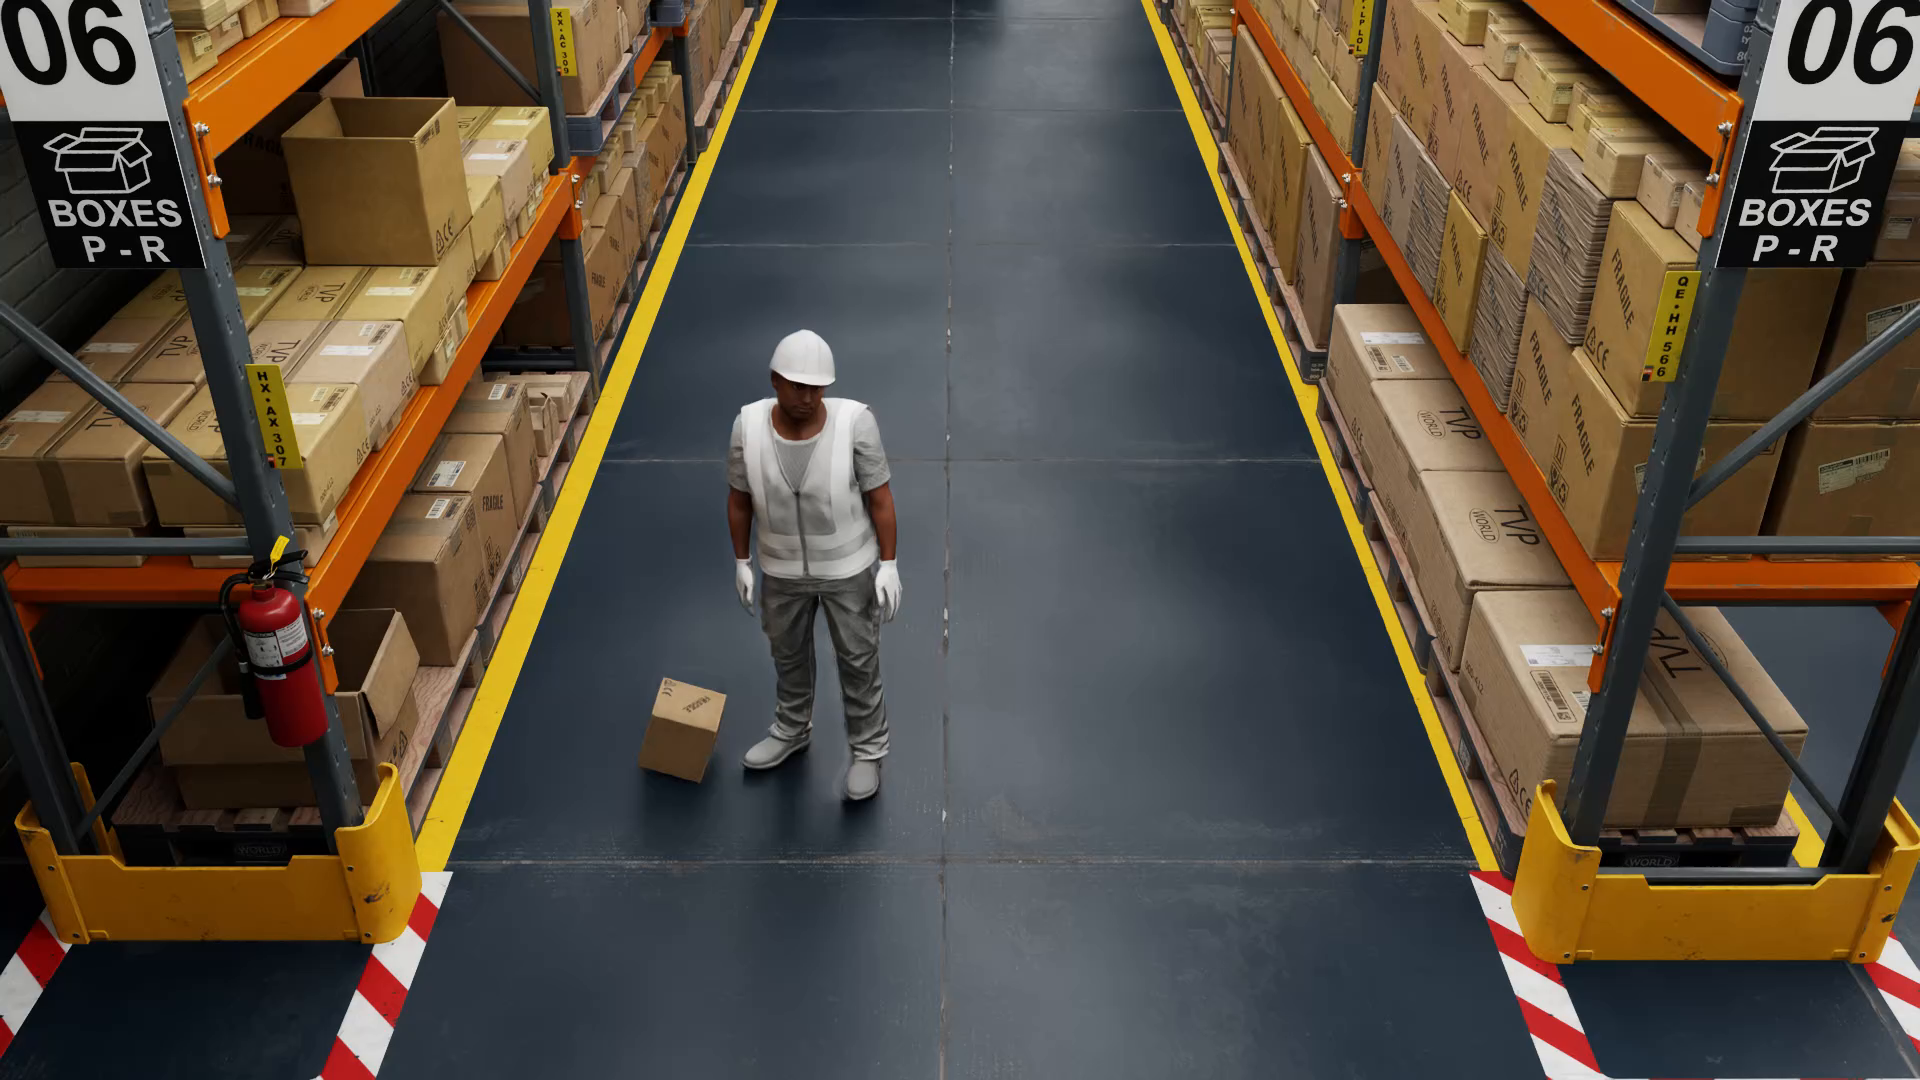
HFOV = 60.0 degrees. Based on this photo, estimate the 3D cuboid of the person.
[{"bbox_3d":[-0.512,0.109,5.875,0.634,1.788,0.436,4,32,7],"label":"person"}]
